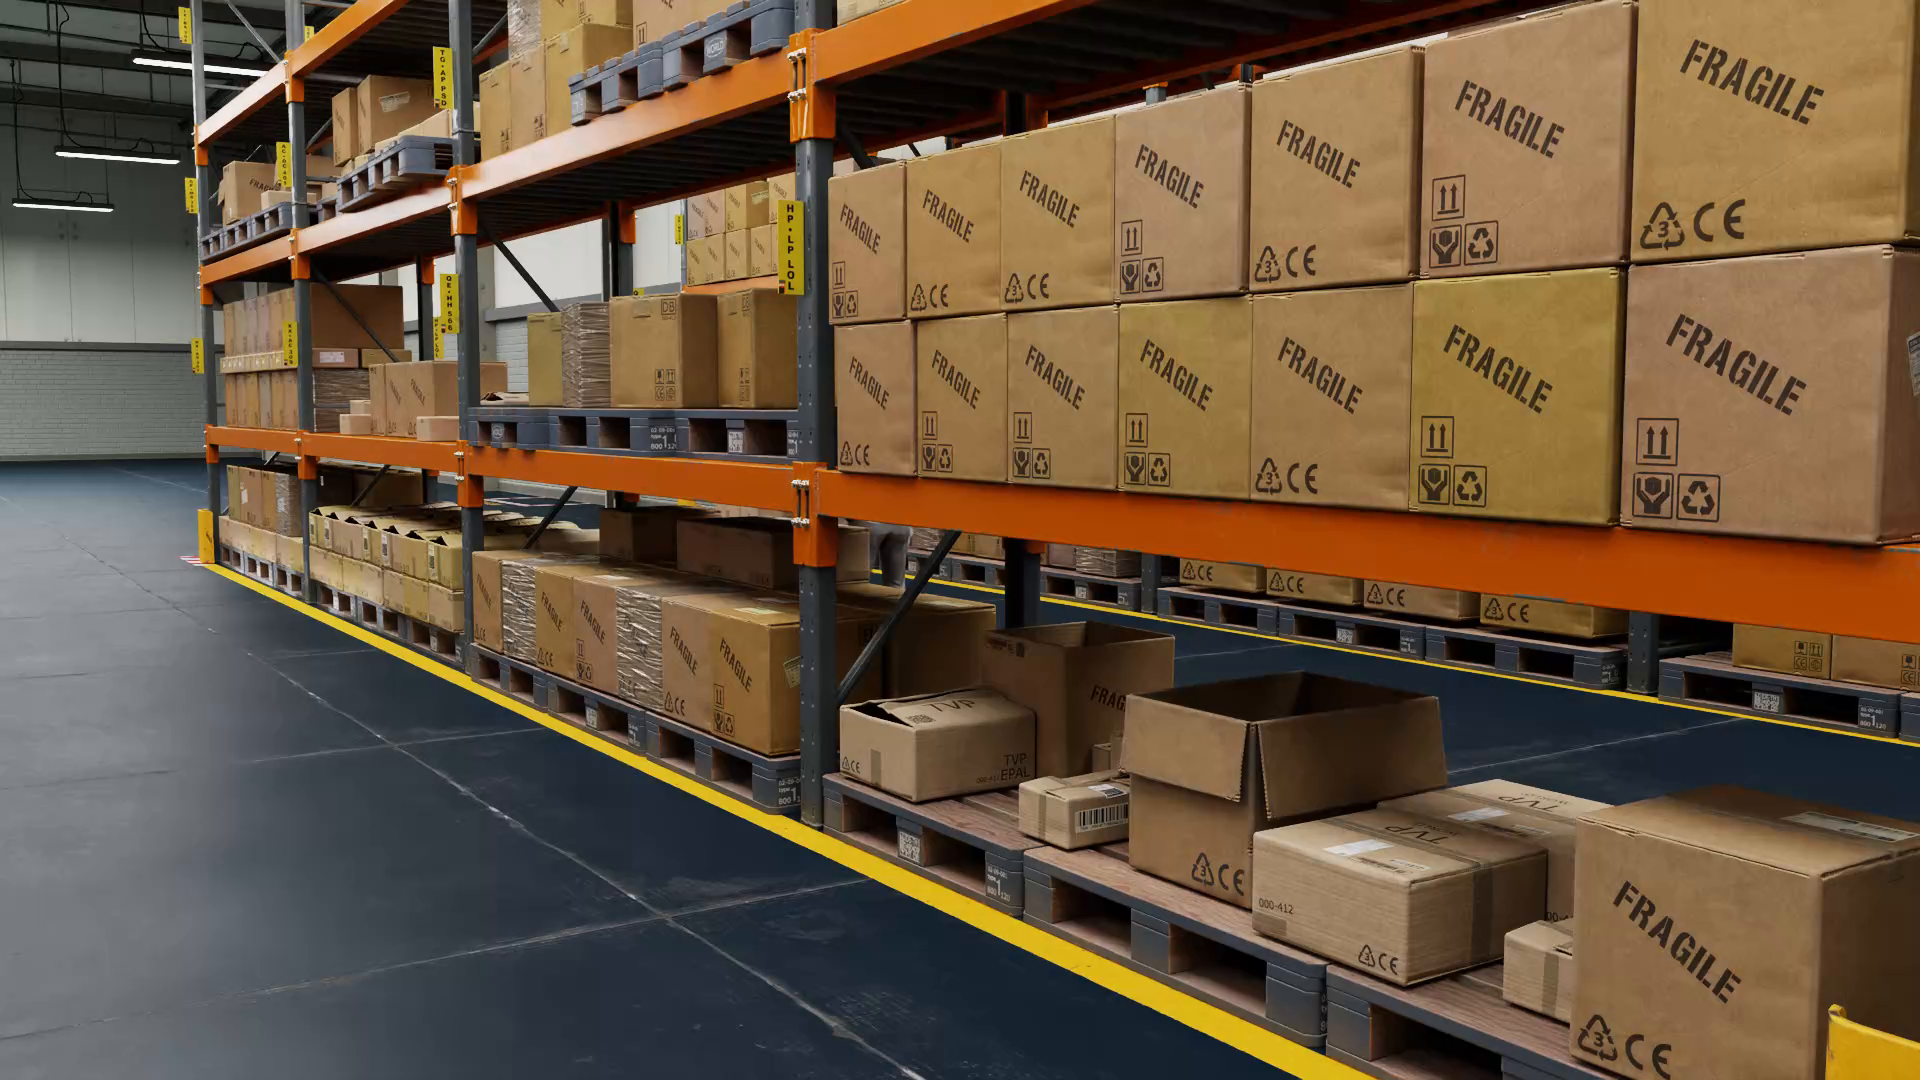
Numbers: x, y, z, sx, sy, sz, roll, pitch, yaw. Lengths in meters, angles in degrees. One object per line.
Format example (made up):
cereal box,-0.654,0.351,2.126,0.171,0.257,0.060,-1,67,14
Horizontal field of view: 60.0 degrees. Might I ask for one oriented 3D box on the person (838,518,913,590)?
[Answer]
person,-0.477,-0.074,9.452,0.527,1.662,0.376,-3,6,-34
